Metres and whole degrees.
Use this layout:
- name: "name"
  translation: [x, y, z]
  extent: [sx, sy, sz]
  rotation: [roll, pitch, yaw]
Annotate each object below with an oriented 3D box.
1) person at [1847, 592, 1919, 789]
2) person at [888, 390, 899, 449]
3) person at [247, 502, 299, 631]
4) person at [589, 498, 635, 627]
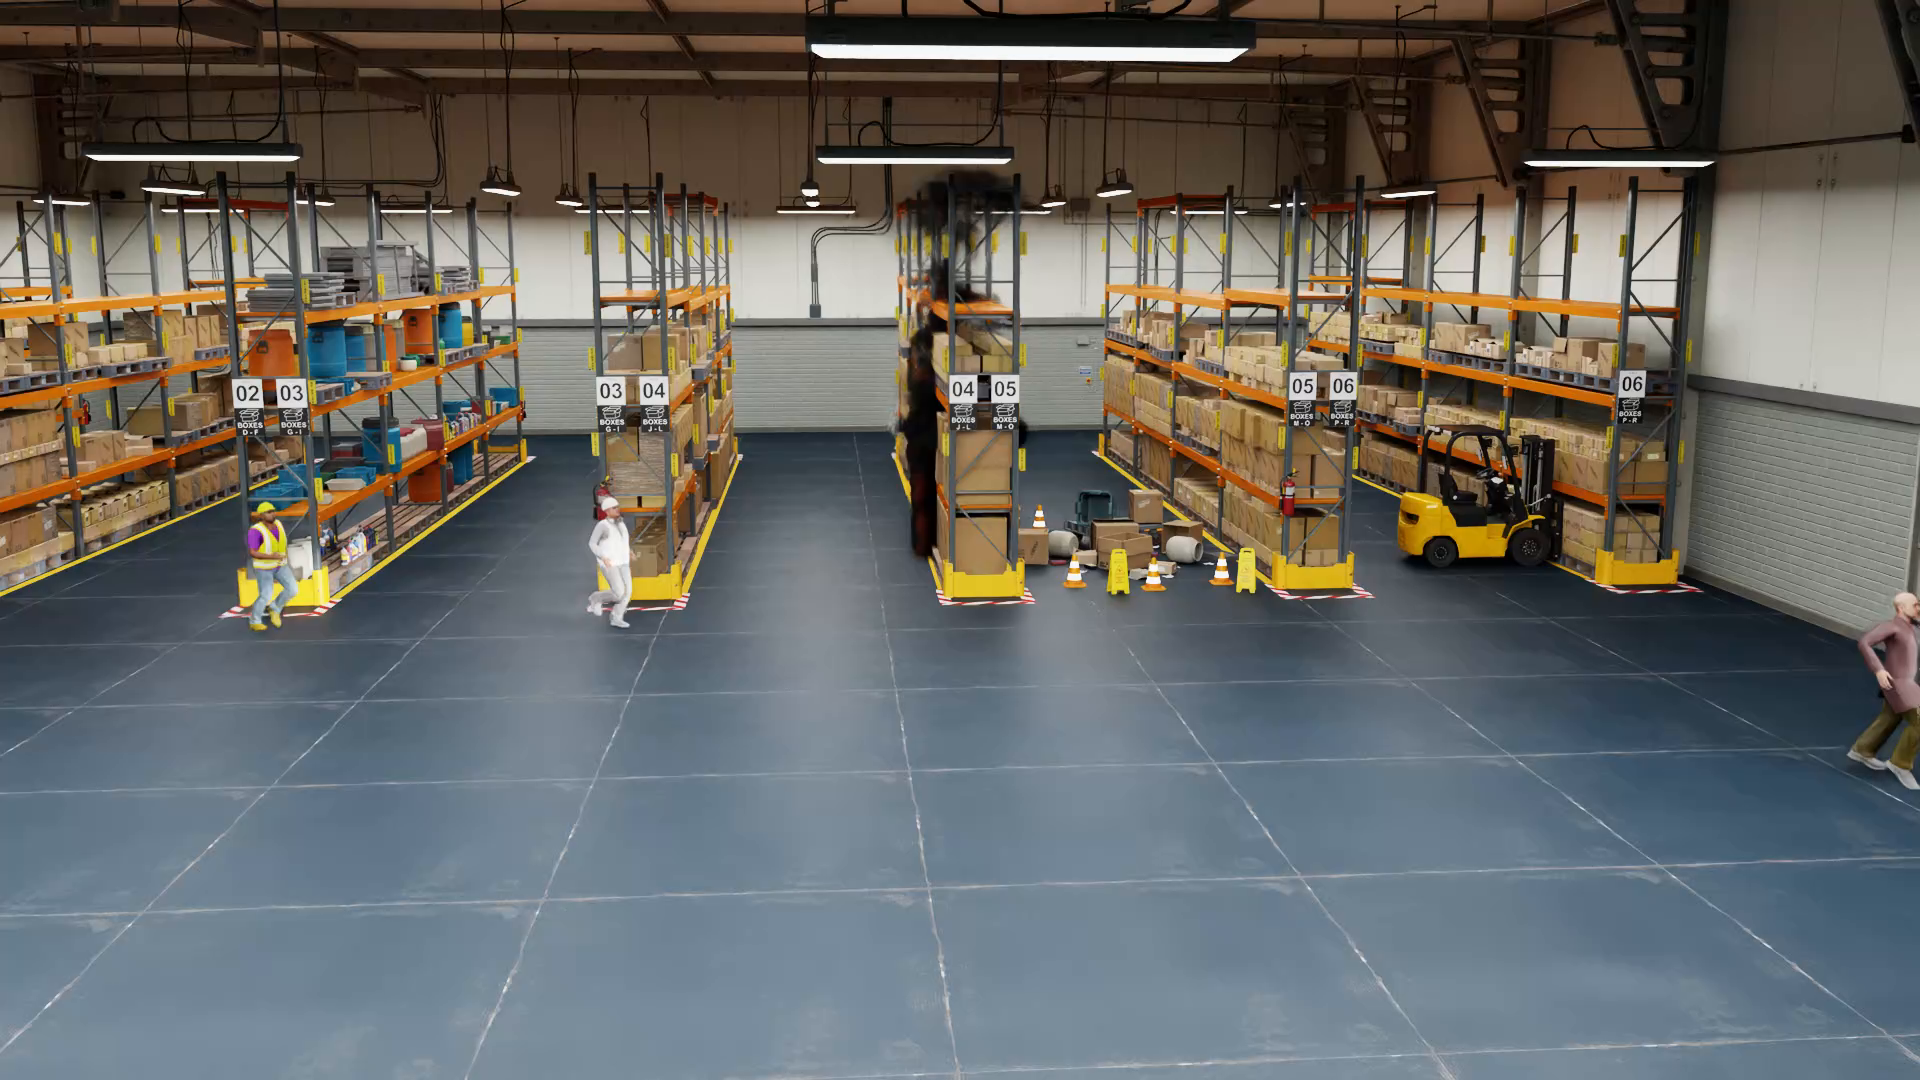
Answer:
- name: "person"
  translation: [8.852, 1.403, 15.674]
  extent: [0.668, 1.842, 0.825]
  rotation: [-9, 14, -43]
- name: "person"
  translation: [-1.537, -3.014, 41.132]
  extent: [0.555, 1.589, 0.666]
  rotation: [1, 10, 8]
- name: "person"
  translation: [-8.965, 0.340, 21.718]
  extent: [0.797, 1.715, 0.725]
  rotation: [6, 12, 29]
- name: "person"
  translation: [-4.631, 0.294, 22.125]
  extent: [0.597, 1.732, 0.661]
  rotation: [6, 12, 30]
